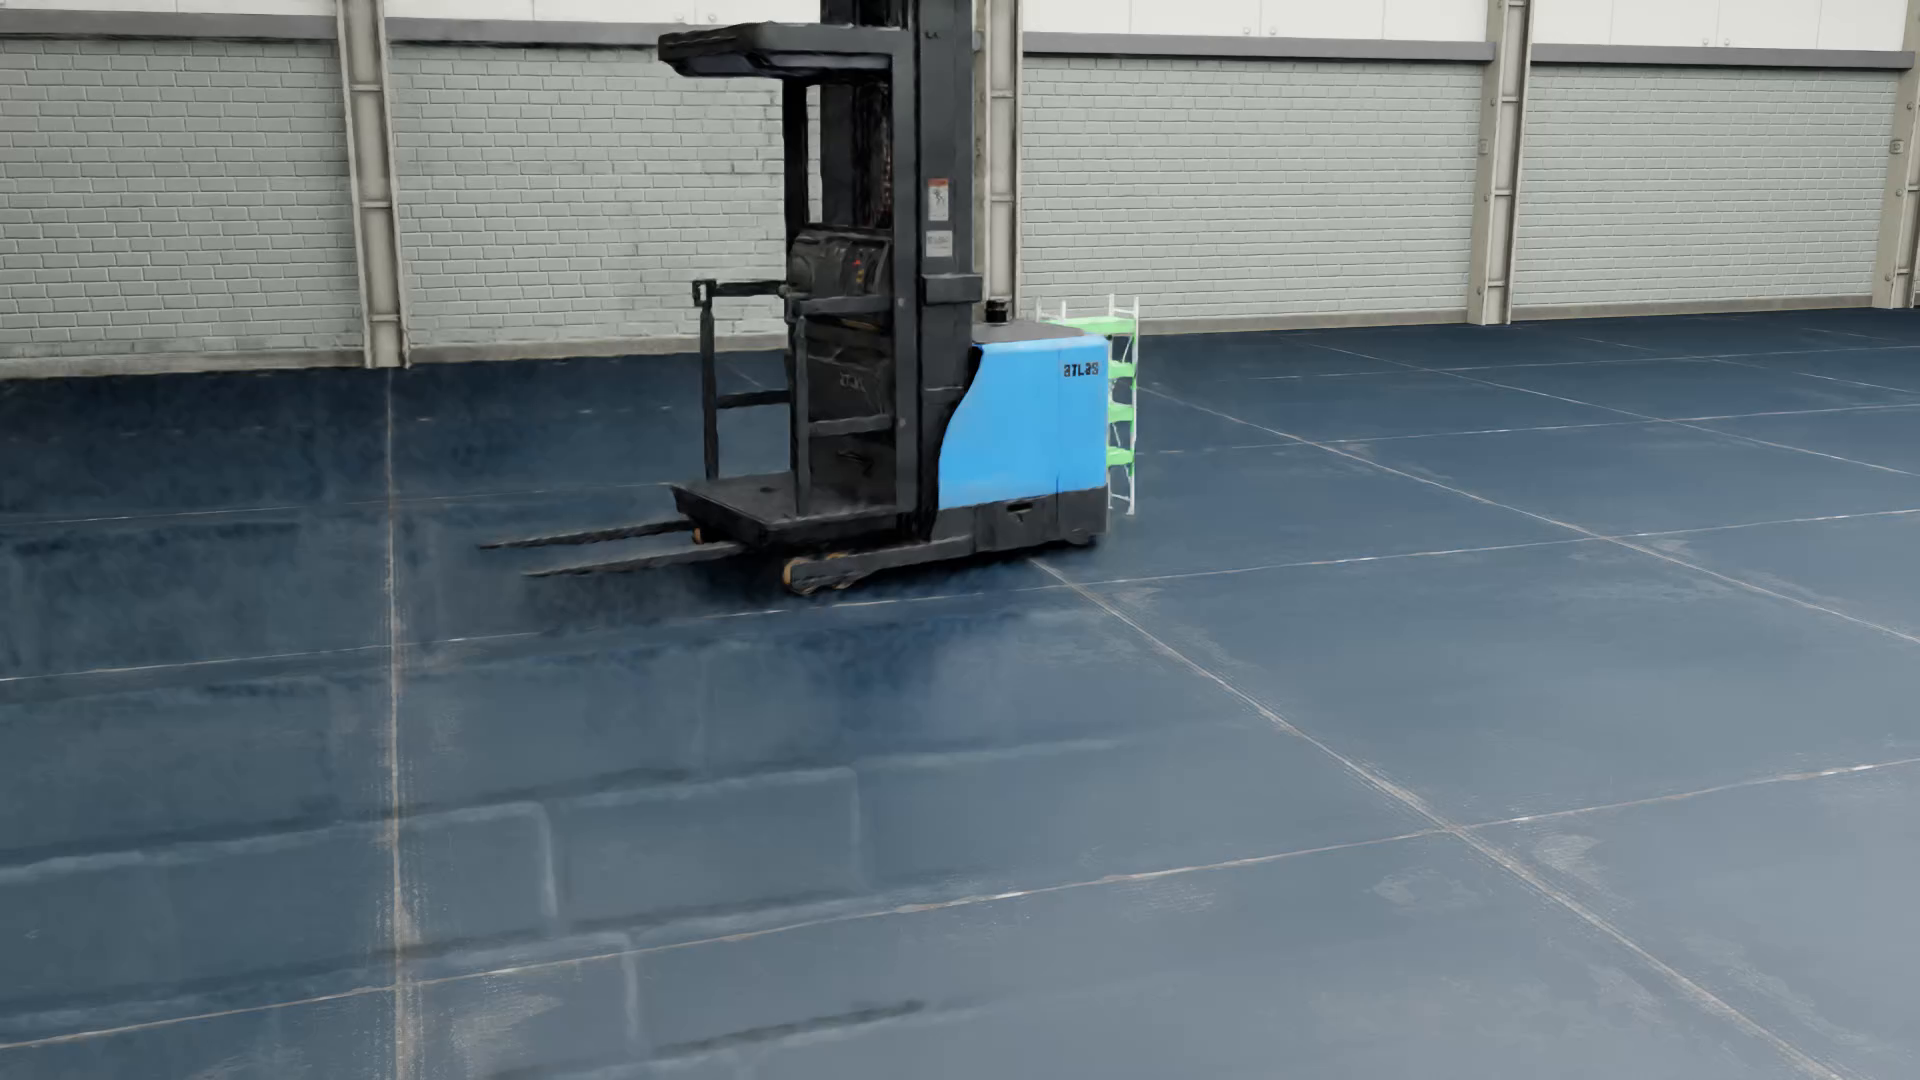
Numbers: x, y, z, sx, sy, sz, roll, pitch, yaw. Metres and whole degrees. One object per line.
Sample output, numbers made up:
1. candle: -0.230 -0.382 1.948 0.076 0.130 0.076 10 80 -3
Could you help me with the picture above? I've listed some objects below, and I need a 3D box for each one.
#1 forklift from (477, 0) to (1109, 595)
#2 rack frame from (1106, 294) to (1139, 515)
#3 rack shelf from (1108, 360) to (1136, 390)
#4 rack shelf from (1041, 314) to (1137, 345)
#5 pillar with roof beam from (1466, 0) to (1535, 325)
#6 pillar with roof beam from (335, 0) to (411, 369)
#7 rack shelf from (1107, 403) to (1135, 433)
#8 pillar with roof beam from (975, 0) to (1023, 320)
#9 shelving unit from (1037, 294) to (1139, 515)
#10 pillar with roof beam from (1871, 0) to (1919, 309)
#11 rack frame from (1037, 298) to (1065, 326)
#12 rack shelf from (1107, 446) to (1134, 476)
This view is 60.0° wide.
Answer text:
1. forklift: -0.756 -1.314 7.833 3.031 2.935 1.130 -8 16 -32
2. rack frame: 0.892 -0.745 9.182 0.015 1.200 0.240 -8 16 -32
3. rack shelf: 0.686 -0.886 9.013 0.480 0.148 0.258 -8 16 -32
4. rack shelf: 0.686 -1.119 8.958 0.480 0.148 0.258 -8 16 -32
5. pillar with roof beam: 7.448 -5.930 14.127 0.400 9.000 9.100 -4 14 -18
6. pillar with roof beam: -3.925 -5.044 10.403 0.400 9.000 9.100 -4 14 -18
7. rack shelf: 0.686 -0.652 9.069 0.480 0.148 0.258 -8 16 -32
8. pillar with roof beam: 1.762 -5.487 12.265 0.400 9.000 9.100 -4 14 -18
9. shelving unit: 0.686 -0.715 9.054 0.503 1.200 0.258 -8 16 -32
10. pillar with roof beam: 13.135 -6.373 15.988 0.400 9.000 9.100 -4 14 -18
11. rack frame: 0.481 -0.684 8.926 0.015 1.200 0.240 -8 16 -32
12. rack shelf: 0.686 -0.419 9.124 0.480 0.148 0.258 -8 16 -32
